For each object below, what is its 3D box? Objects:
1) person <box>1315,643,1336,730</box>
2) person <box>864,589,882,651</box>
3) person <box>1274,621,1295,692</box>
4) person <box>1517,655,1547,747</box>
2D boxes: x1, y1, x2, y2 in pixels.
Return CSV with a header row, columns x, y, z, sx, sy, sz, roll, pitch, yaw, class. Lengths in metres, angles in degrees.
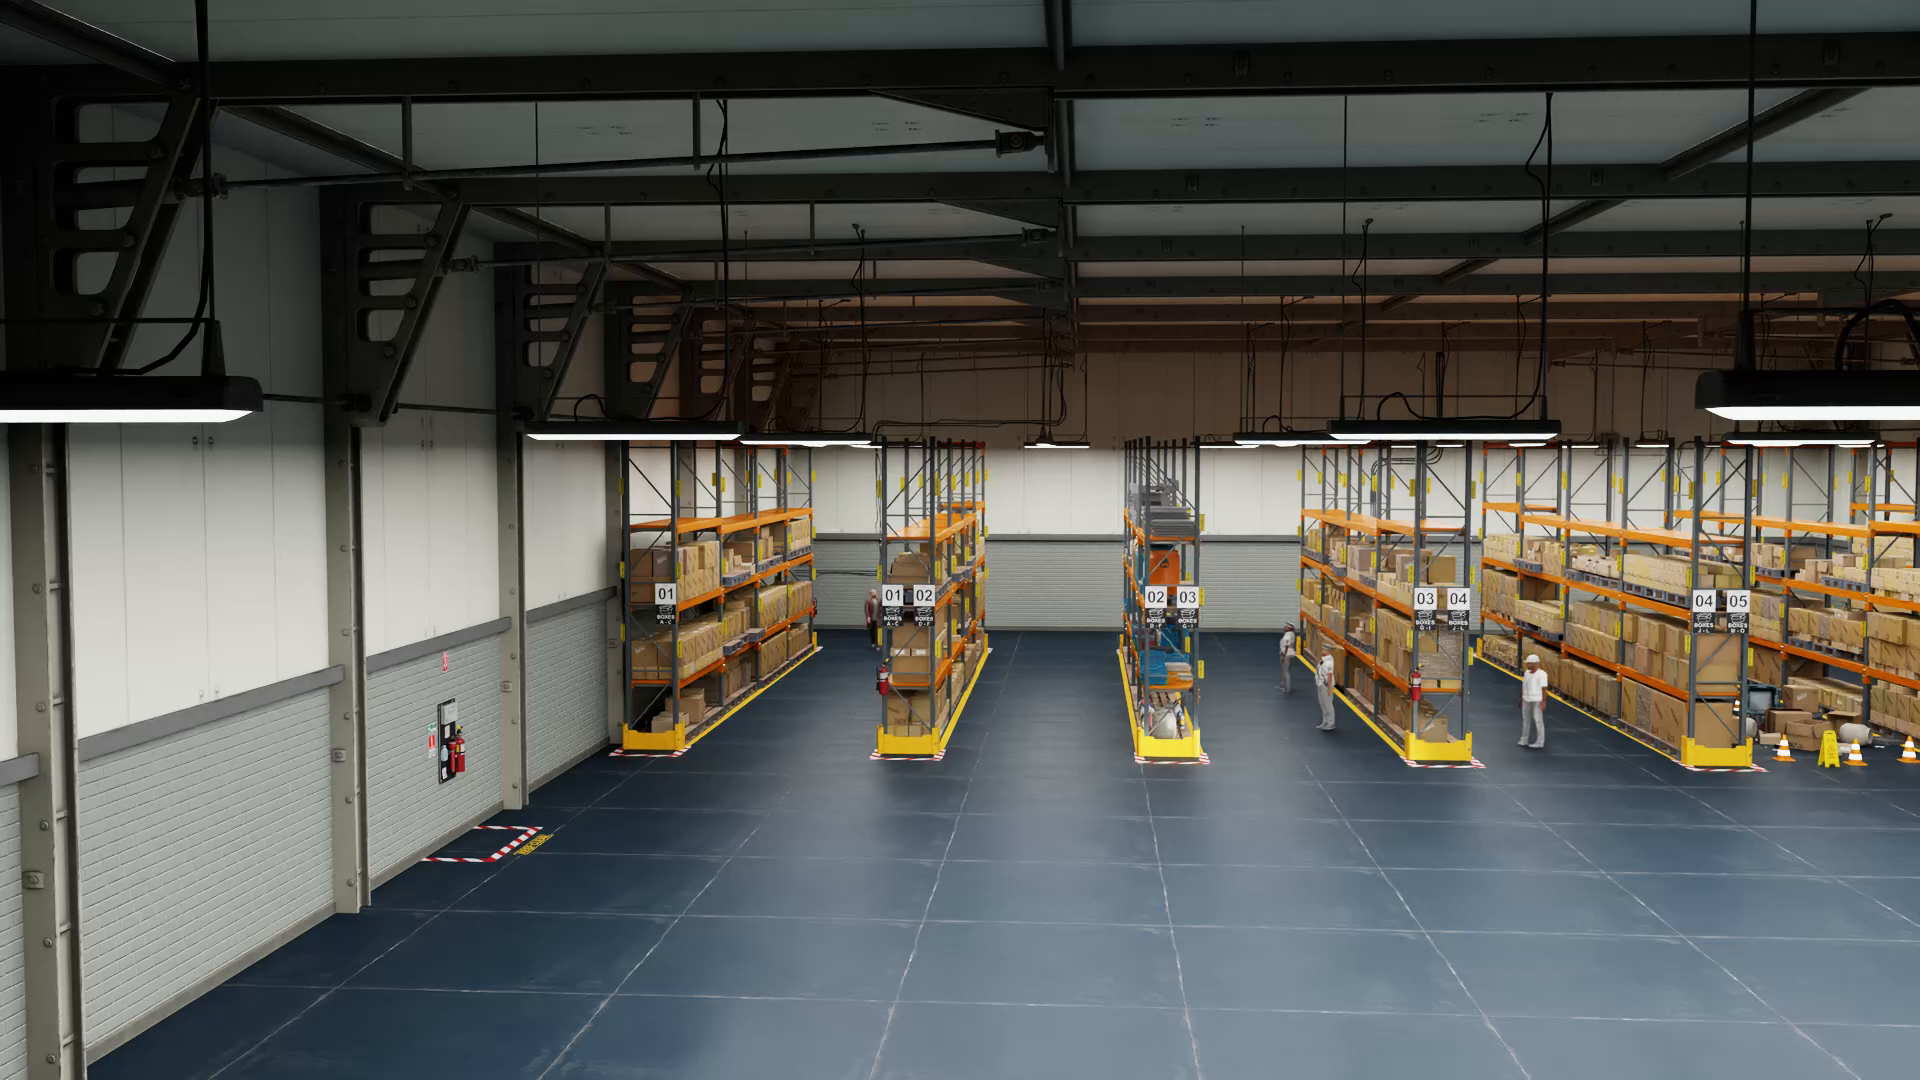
x,y,z,sx,sy,sz,roll,pitch,yaw,class
7.527,3.021,34.268,0.405,1.807,0.551,0,3,1,person
-2.471,2.287,47.765,0.556,1.716,1.047,0,3,2,person
7.717,2.769,39.693,0.596,1.692,0.470,2,4,38,person
11.049,3.106,32.186,0.437,1.770,0.629,-2,4,-31,person
